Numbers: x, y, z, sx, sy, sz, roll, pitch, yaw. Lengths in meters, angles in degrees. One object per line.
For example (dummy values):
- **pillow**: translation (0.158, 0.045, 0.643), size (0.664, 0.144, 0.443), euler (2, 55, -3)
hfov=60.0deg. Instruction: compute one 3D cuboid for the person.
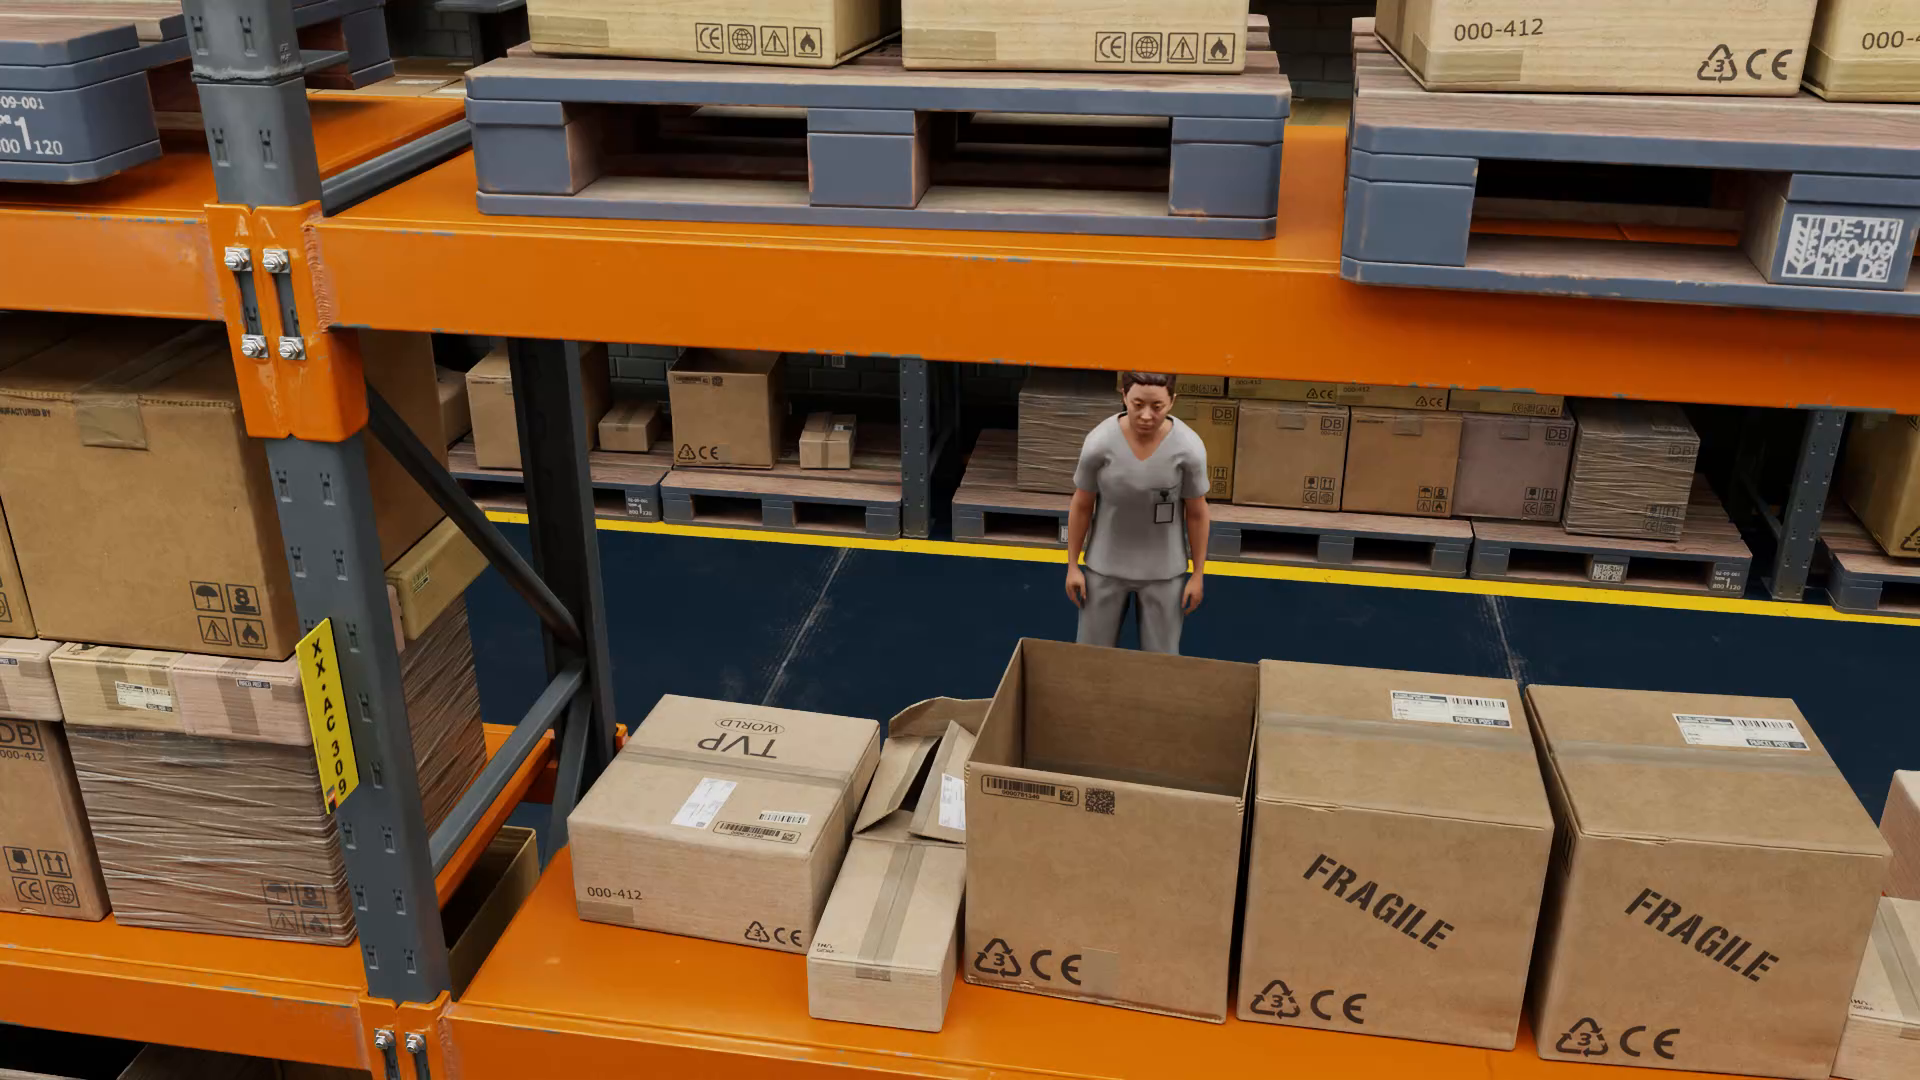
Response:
- **person**: translation (0.613, 0.125, 5.840), size (0.497, 1.672, 0.351), euler (4, 25, 8)
